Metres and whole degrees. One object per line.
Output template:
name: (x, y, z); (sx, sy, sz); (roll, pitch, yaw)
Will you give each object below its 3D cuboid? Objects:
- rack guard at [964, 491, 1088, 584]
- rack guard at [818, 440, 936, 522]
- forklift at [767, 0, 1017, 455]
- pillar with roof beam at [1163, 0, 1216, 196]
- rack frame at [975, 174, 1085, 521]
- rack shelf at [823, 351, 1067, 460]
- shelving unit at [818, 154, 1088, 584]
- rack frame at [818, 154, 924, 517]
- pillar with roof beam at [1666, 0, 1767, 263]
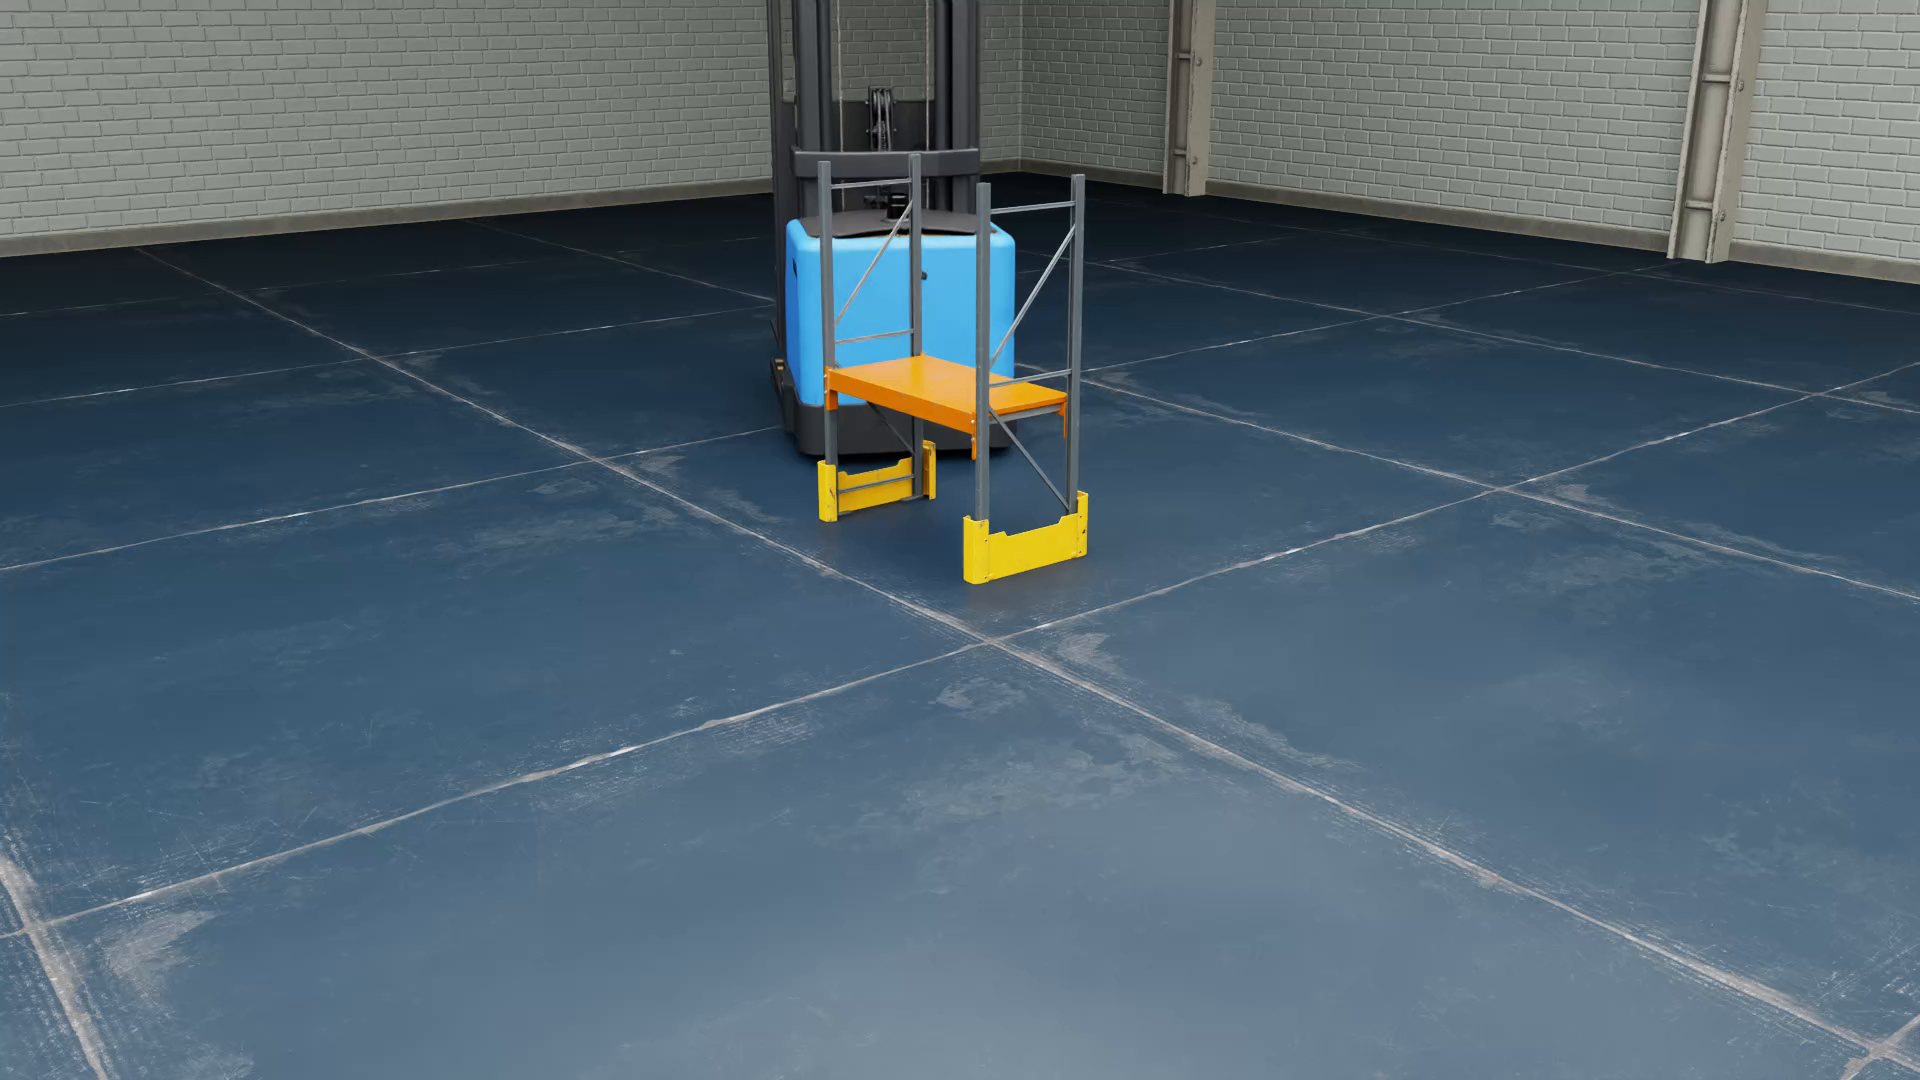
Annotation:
rack guard: (0.262, -0.015, 6.509); (0.587, 0.250, 0.087); (-14, 23, -36)
rack guard: (-0.357, -0.260, 7.251); (0.587, 0.250, 0.087); (-14, 23, -36)
forklift: (-0.479, -2.212, 8.881); (1.130, 2.935, 3.031); (-3, 19, -9)
pillar with roof beam: (-0.877, -7.282, 14.537); (9.100, 9.000, 0.400); (-14, 23, -36)
rack frame: (0.263, -0.608, 6.312); (0.500, 1.500, 0.032); (-14, 23, -36)
rack shelf: (-0.053, -0.562, 6.747); (0.538, 0.185, 1.000); (-14, 23, -36)
shelving unit: (-0.047, -0.731, 6.683); (0.587, 1.500, 1.083); (-14, 23, -36)
rack frame: (-0.369, -0.858, 7.069); (0.500, 1.500, 0.032); (-14, 23, -36)
pillar with roof beam: (2.848, -5.803, 10.072); (9.100, 9.000, 0.400); (-14, 23, -36)
